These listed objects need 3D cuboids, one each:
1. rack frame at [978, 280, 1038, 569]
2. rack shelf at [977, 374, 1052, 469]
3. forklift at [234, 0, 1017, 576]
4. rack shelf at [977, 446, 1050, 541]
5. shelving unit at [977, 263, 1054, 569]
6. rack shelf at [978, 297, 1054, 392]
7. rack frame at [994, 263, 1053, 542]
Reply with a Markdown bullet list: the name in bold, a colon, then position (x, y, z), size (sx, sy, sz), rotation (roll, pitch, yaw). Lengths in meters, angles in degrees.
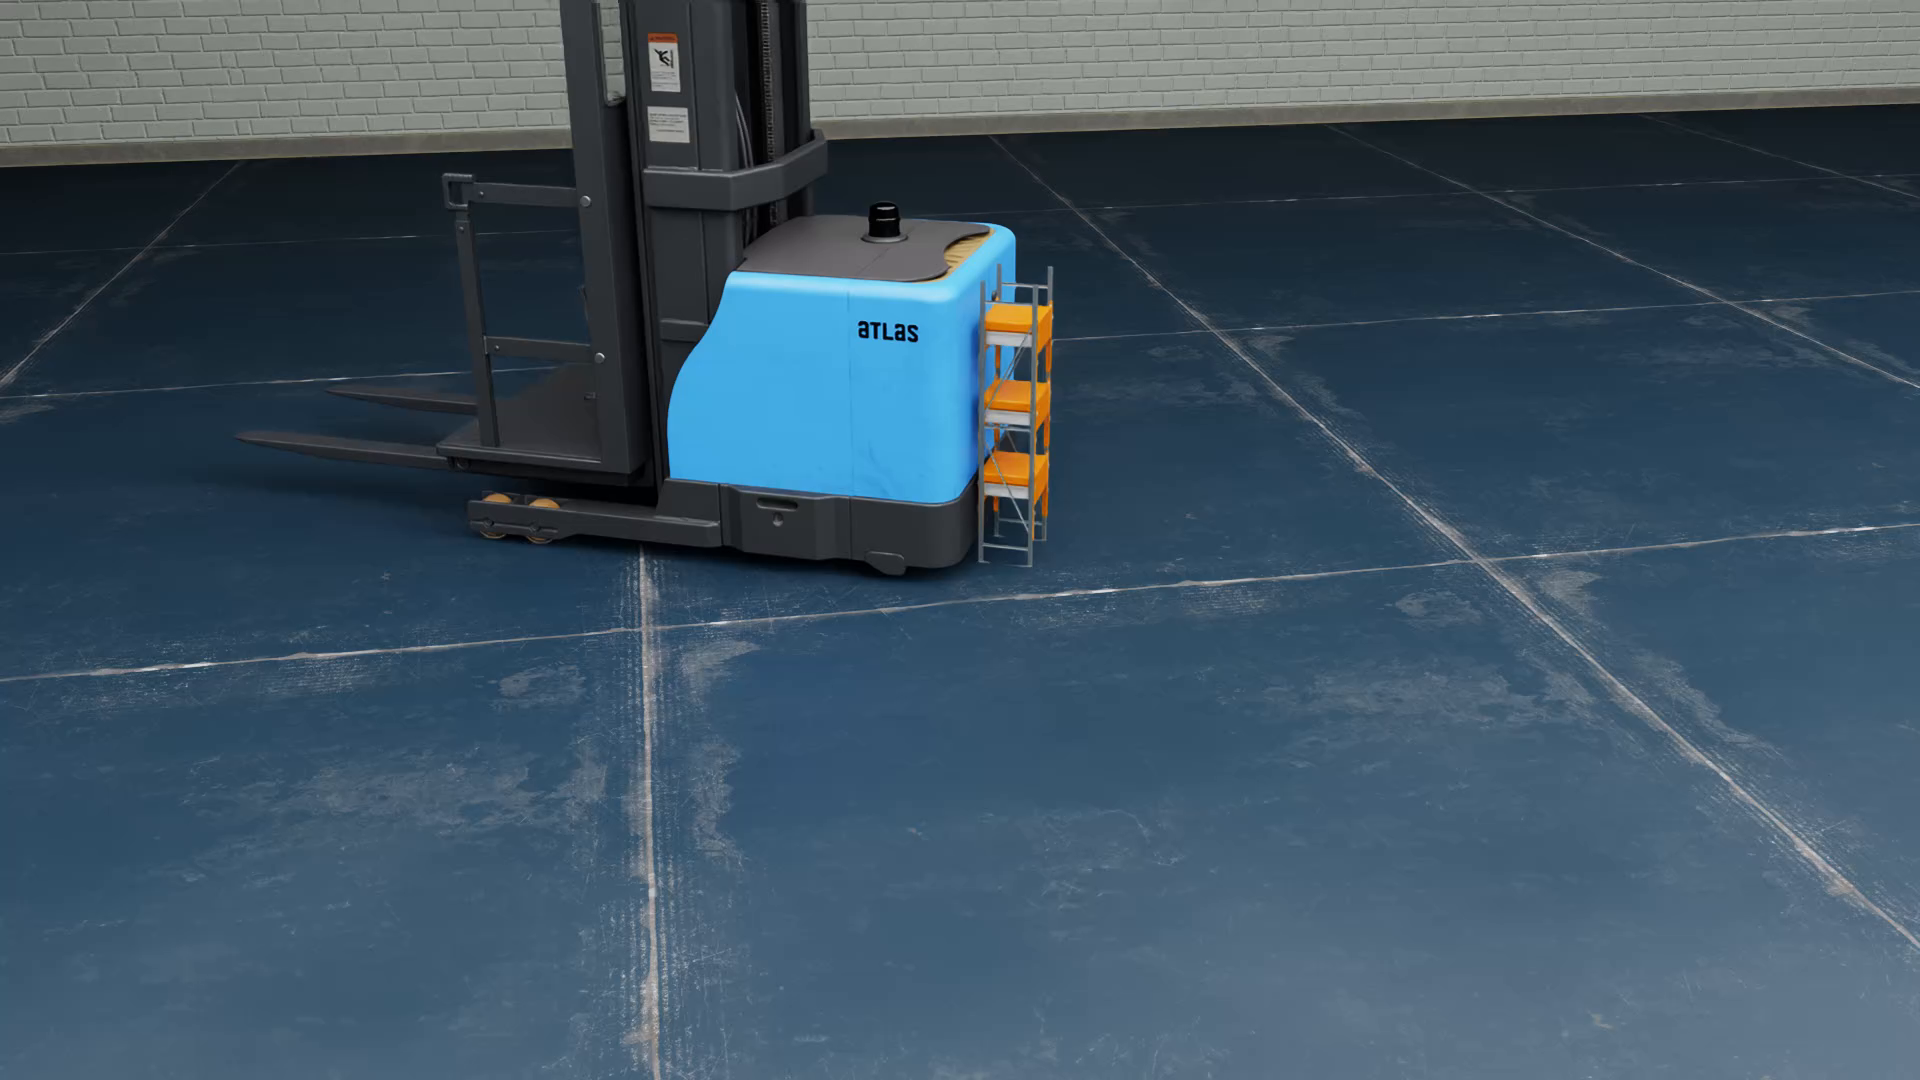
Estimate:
- **rack frame**: position (0.165, -0.389, 5.828), size (0.200, 1.050, 0.008), rotation (6, 24, 13)
- **rack shelf**: position (0.196, -0.426, 5.941), size (0.215, 0.259, 0.240), rotation (6, 24, 13)
- **forklift**: position (-1.350, -1.524, 6.078), size (3.031, 2.935, 1.130), rotation (6, 24, 13)
- **rack shelf**: position (0.195, -0.172, 6.052), size (0.215, 0.259, 0.240), rotation (6, 24, 13)
- **shelving unit**: position (0.196, -0.436, 5.936), size (0.215, 1.050, 0.252), rotation (6, 24, 13)
- **rack shelf**: position (0.196, -0.686, 5.827), size (0.215, 0.259, 0.240), rotation (6, 24, 13)
- **rack frame**: position (0.227, -0.483, 6.044), size (0.200, 1.050, 0.008), rotation (6, 24, 13)
